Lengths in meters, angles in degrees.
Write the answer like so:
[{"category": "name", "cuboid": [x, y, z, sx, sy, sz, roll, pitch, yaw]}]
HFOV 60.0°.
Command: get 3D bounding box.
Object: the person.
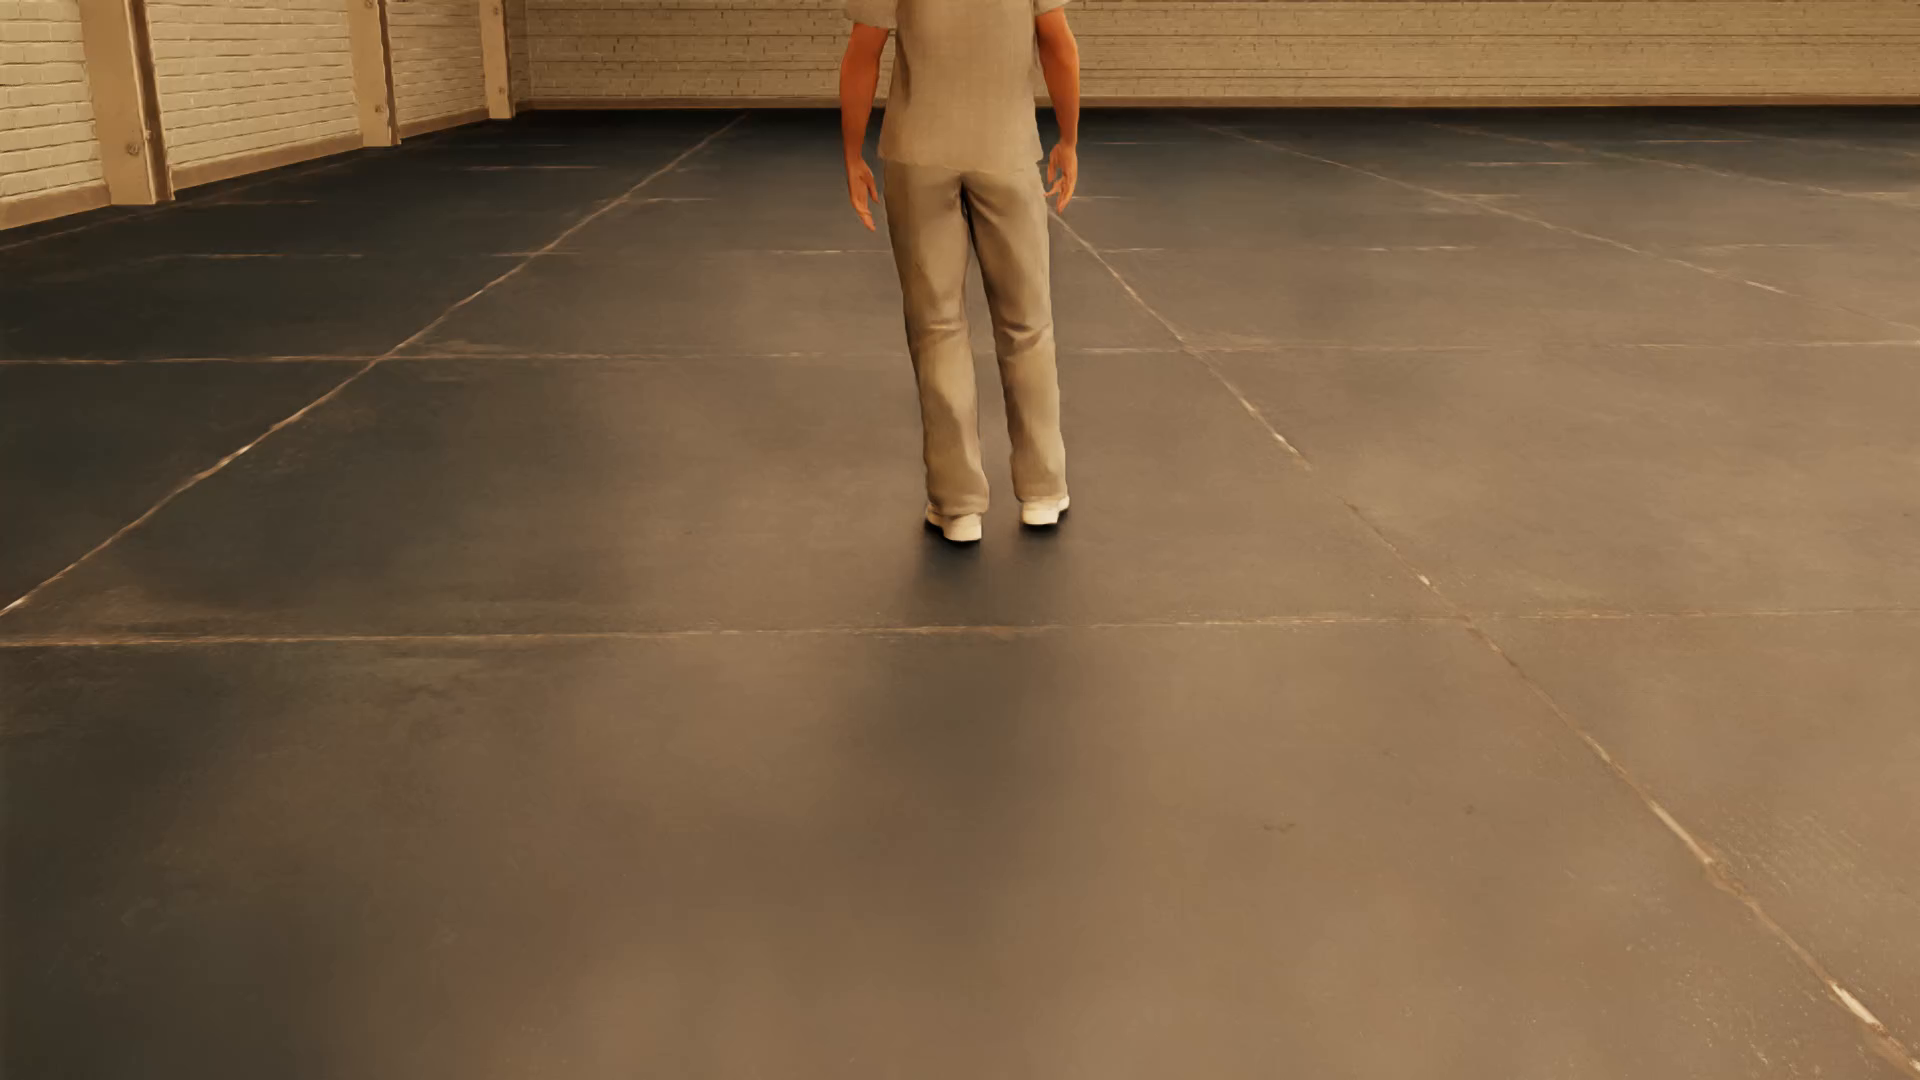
[{"category": "person", "cuboid": [0.009, -0.827, 3.751, 0.550, 1.663, 0.532, -1, 17, -3]}]
